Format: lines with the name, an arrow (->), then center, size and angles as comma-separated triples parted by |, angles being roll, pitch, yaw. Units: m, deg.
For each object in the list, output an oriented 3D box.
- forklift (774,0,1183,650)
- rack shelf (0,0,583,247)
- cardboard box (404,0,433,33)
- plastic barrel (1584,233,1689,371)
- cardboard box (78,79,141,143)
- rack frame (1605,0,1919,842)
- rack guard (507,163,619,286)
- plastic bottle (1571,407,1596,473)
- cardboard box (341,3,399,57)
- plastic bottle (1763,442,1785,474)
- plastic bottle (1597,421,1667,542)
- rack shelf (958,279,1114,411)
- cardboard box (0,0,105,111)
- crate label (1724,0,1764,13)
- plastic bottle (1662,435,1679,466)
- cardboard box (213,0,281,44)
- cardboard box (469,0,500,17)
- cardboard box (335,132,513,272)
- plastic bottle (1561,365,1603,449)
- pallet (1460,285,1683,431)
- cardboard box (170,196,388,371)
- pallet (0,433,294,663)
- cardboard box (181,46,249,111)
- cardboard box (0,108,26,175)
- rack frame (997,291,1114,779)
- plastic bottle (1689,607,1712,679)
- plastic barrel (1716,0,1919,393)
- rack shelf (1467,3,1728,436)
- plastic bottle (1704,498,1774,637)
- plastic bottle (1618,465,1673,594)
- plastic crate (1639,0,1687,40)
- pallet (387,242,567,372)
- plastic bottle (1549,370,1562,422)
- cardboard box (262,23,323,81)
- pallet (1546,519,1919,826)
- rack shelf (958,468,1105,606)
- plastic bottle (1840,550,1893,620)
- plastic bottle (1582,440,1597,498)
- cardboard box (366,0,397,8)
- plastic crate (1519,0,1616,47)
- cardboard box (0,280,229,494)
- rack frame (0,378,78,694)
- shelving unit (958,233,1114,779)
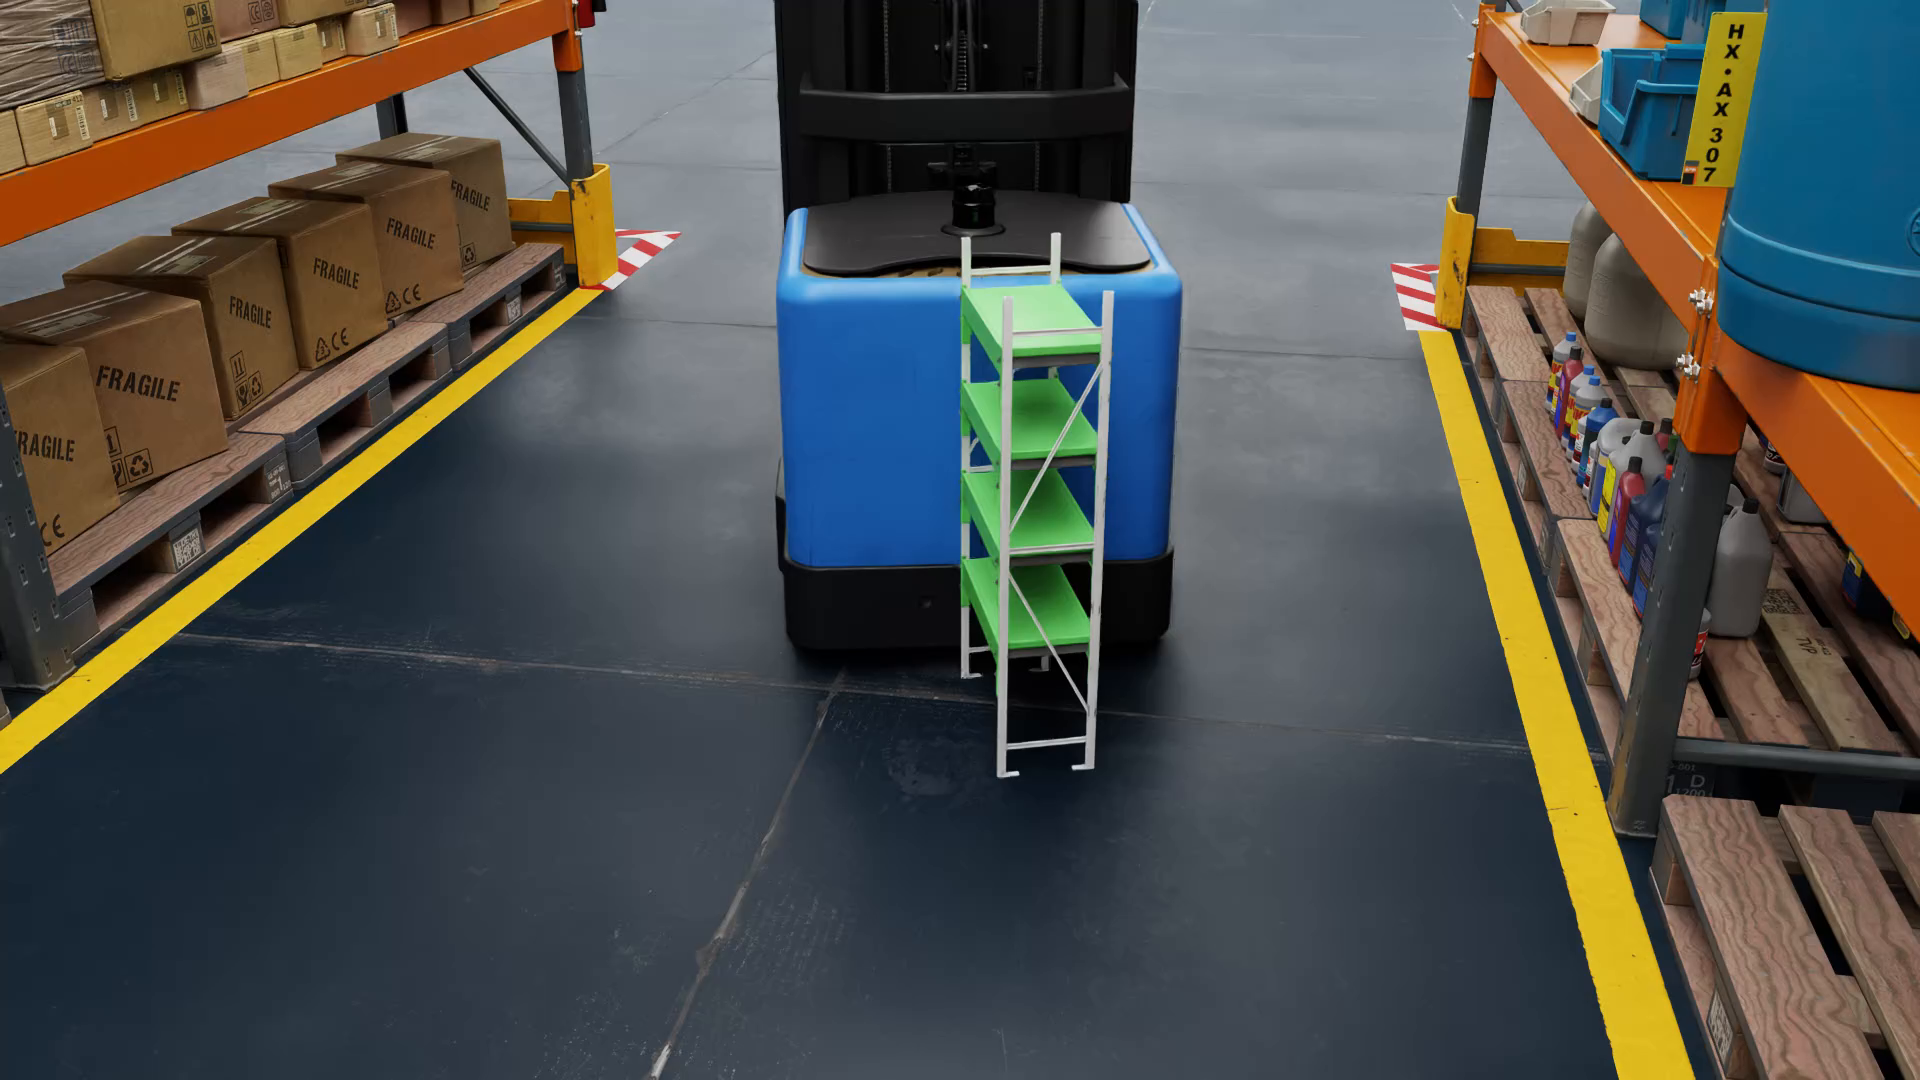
forklift -> -0.024, -1.619, 5.250 | 1.130, 2.935, 3.031 | -1, 25, -3
rack shelf -> -2.560, -1.523, 5.815 | 1.077, 0.370, 4.000 | 4, 25, 9
cardboard box -> -2.246, -2.021, 6.325 | 0.380, 0.149, 0.250 | 4, 25, 9
plastic barrel -> 2.539, -0.916, 6.107 | 0.421, 0.512, 0.421 | 0, 25, 0
cardboard box -> -2.488, -1.178, 4.525 | 0.380, 0.149, 0.250 | 4, 25, 9
rack frame -> 1.999, -0.670, 3.142 | 1.000, 3.000, 0.127 | 4, 25, 9
rack guard -> -2.246, -1.522, 7.911 | 1.175, 0.500, 0.348 | 4, 25, 9
plastic bottle -> 1.961, -0.311, 5.158 | 0.097, 0.201, 0.097 | 0, 25, 0
cardboard box -> -2.218, -1.804, 5.862 | 0.380, 0.149, 0.250 | 4, 25, 9
plastic bottle -> 2.568, -0.315, 5.167 | 0.097, 0.201, 0.097 | 0, 25, 0
plastic bottle -> 1.904, -0.174, 4.689 | 0.144, 0.351, 0.185 | 4, 25, 8
rack shelf -> 0.166, -0.457, 3.830 | 0.258, 0.148, 0.480 | -4, 25, -9
cardboard box -> -2.753, -1.377, 4.184 | 0.875, 0.500, 0.500 | 4, 25, 9
crate label -> 2.619, -1.570, 5.024 | 0.502, 0.435, 0.616 | 4, 25, 9
plastic bottle -> 2.009, -0.147, 4.711 | 0.061, 0.283, 0.133 | 4, 25, 9
cardboard box -> -2.654, -1.799, 5.087 | 0.875, 0.500, 0.500 | 4, 25, 9
cardboard box -> -2.108, -2.226, 6.763 | 0.380, 0.149, 0.250 | 4, 25, 9
cardboard box -> -2.352, -1.484, 7.335 | 0.500, 0.500, 0.500 | 9, 27, 18
plastic bottle -> 1.993, -0.426, 5.321 | 0.097, 0.271, 0.097 | 0, 25, 0
pallet -> 2.549, -0.705, 6.507 | 1.003, 0.211, 1.213 | 4, 25, 9
cardboard box -> -2.537, -0.971, 6.239 | 0.500, 0.500, 0.500 | 6, 26, 13
pallet -> -2.812, -0.033, 5.072 | 1.003, 0.211, 1.213 | 4, 25, 9
cardboard box -> -2.375, -1.385, 4.967 | 0.380, 0.149, 0.250 | 4, 25, 9
cardboard box -> -2.555, -0.968, 4.076 | 0.380, 0.149, 0.250 | 4, 25, 9
rack frame -> 0.209, 0.021, 3.789 | 0.240, 1.200, 0.015 | -4, 25, -9
plastic bottle -> 1.751, 0.225, 4.012 | 0.097, 0.201, 0.097 | 0, 25, 0
plastic barrel -> 1.637, -0.756, 2.736 | 0.600, 0.901, 0.708 | 4, 25, 9
rack shelf -> 2.326, -1.180, 5.082 | 1.077, 0.370, 4.000 | 4, 25, 9
plastic bottle -> 1.962, 0.052, 4.207 | 0.144, 0.351, 0.185 | 4, 25, 9
plastic bottle -> 1.851, -0.039, 4.400 | 0.144, 0.351, 0.185 | 3, 25, 6
plastic crate -> 2.866, -2.045, 6.256 | 0.499, 0.251, 0.616 | 4, 25, 9
pallet -> -2.414, -1.054, 7.252 | 1.003, 0.211, 1.213 | 4, 25, 9
plastic bottle -> 2.032, -0.494, 5.550 | 0.097, 0.201, 0.097 | 0, 25, 0
cardboard box -> -2.323, -1.596, 5.418 | 0.380, 0.149, 0.250 | 4, 25, 9
pallet -> 2.150, 0.315, 4.327 | 1.003, 0.211, 1.213 | 4, 25, 9
rack shelf -> 0.165, -0.023, 4.033 | 0.258, 0.148, 0.480 | -4, 25, -9
plastic bottle -> 2.398, 0.012, 4.292 | 0.144, 0.351, 0.185 | 4, 25, 9
plastic bottle -> 1.927, -0.225, 4.975 | 0.097, 0.201, 0.097 | 0, 25, 0
cardboard box -> -2.438, -2.214, 5.973 | 0.875, 0.500, 0.500 | 4, 25, 9
plastic crate -> 2.189, -1.871, 6.020 | 0.298, 0.136, 0.250 | 4, 25, 9
cardboard box -> -2.696, -0.475, 5.181 | 0.500, 0.500, 0.500 | 13, 28, 25
rack frame -> -2.887, -1.013, 3.875 | 1.000, 3.000, 0.127 | 4, 25, 9
shelving unit -> 0.165, -0.080, 4.006 | 0.258, 1.200, 0.503 | -4, 25, -9
